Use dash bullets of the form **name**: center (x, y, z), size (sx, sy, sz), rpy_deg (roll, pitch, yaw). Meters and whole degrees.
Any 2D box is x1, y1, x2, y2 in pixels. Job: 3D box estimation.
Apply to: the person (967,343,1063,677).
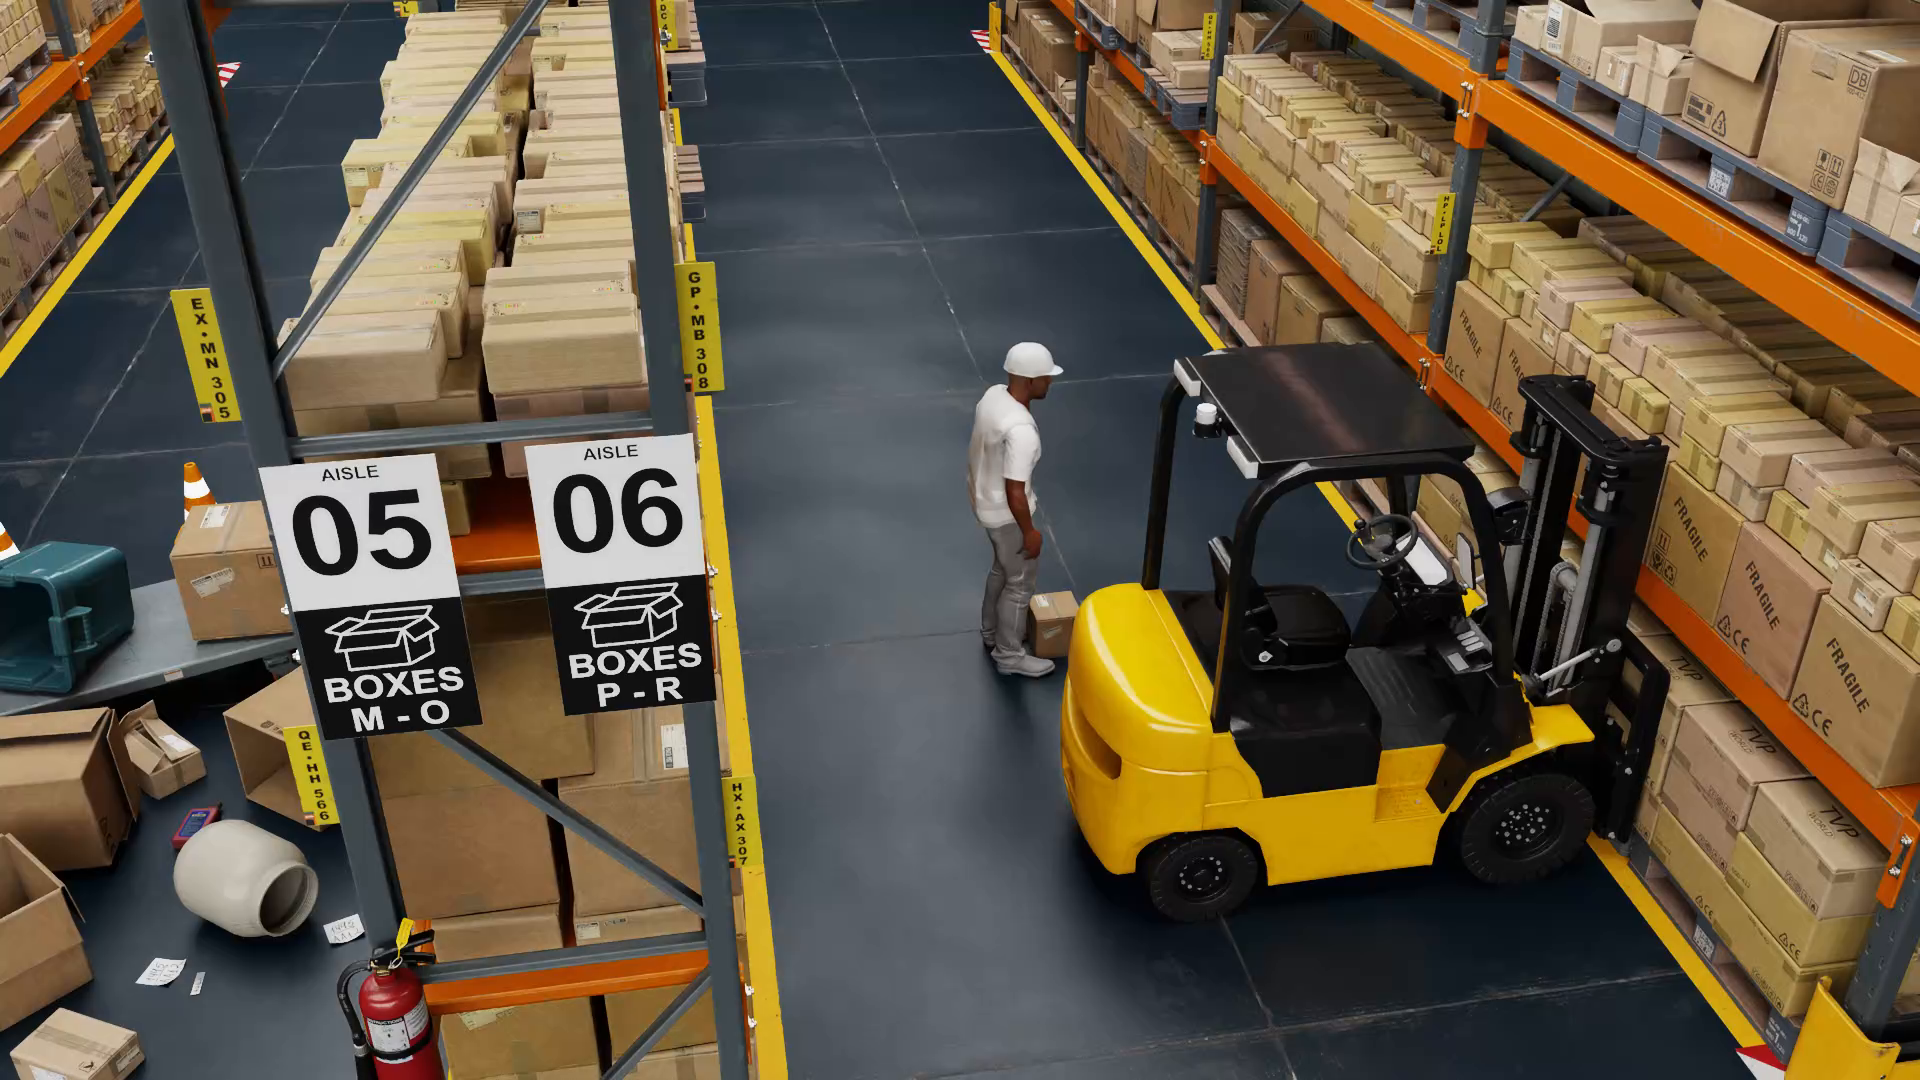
- **person**: center (0.276, -0.169, 8.405), size (0.456, 1.761, 0.627), rpy_deg (-5, 31, -9)
